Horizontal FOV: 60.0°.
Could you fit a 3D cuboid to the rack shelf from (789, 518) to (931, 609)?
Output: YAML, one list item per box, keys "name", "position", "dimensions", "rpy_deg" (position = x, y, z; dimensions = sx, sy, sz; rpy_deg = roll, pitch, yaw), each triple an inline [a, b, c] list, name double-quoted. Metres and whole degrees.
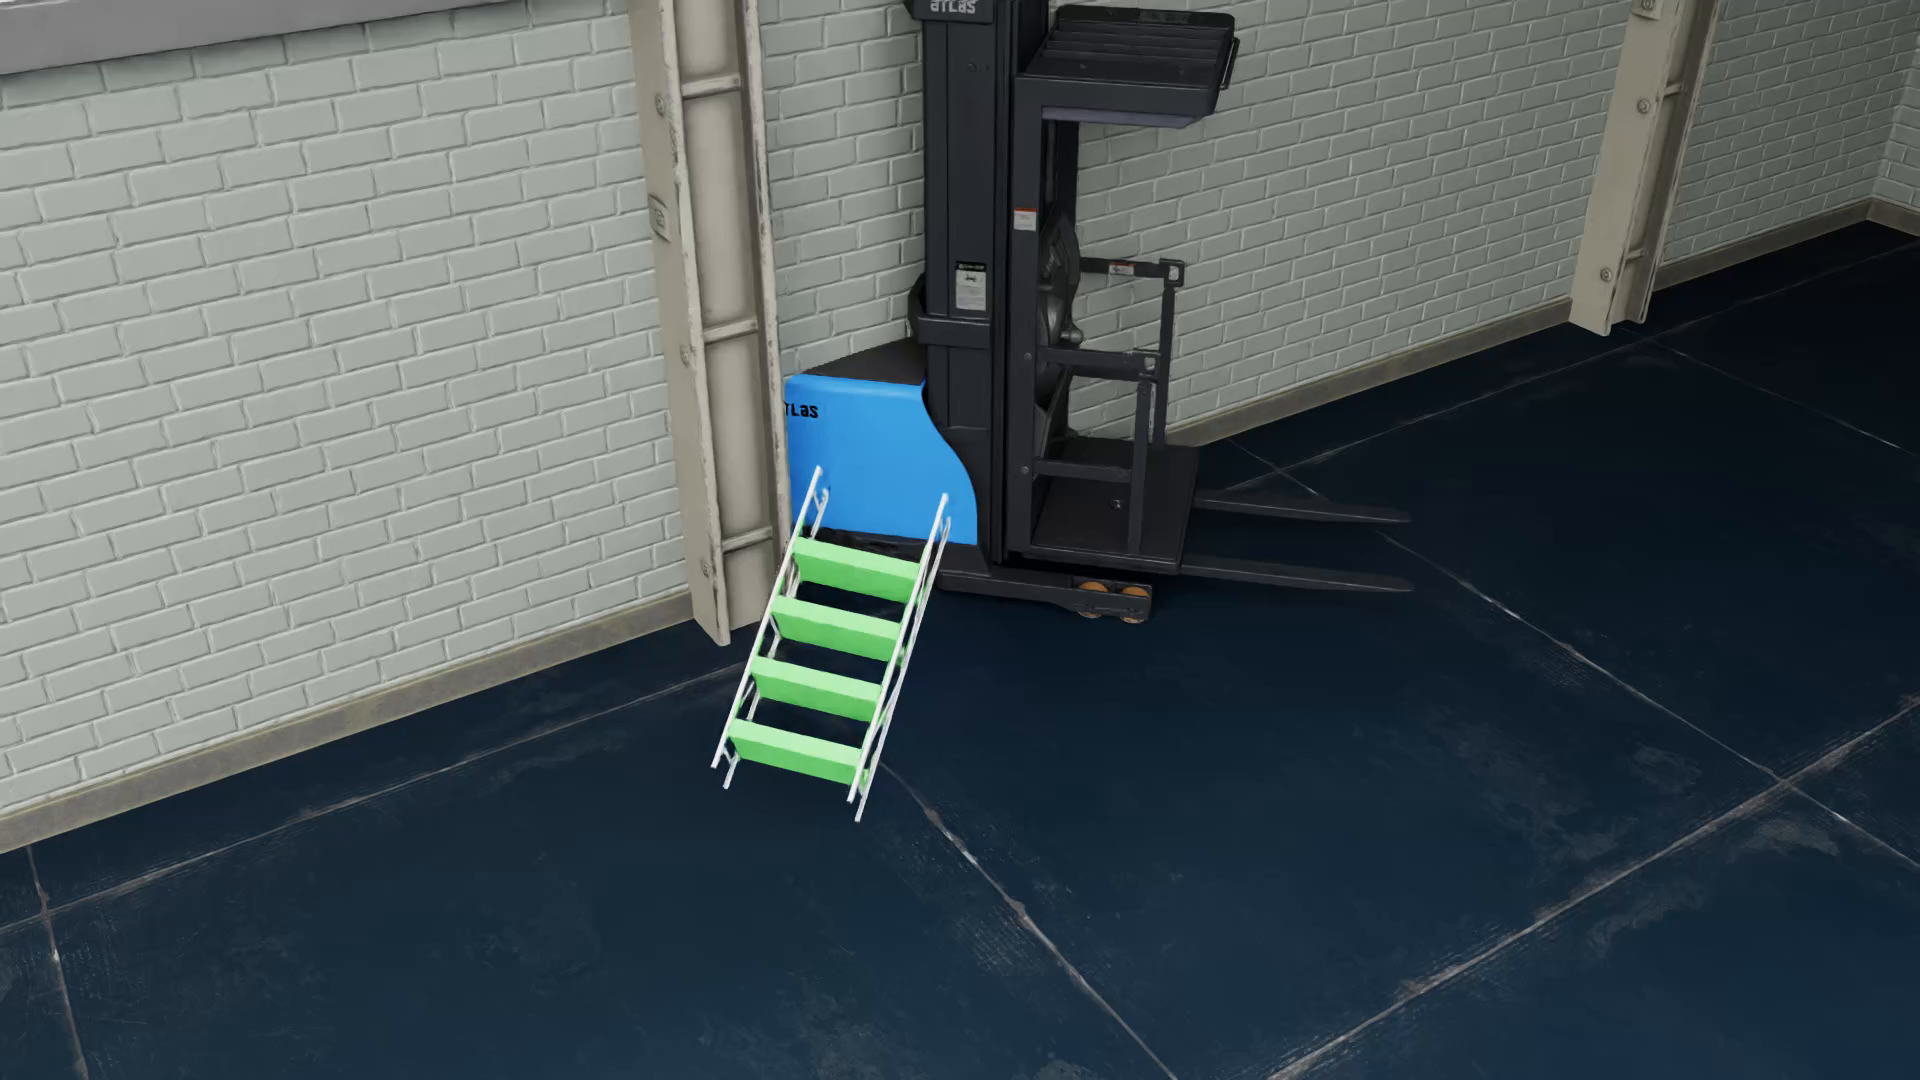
- name: "rack shelf"
  position: [-0.360, 0.090, 6.105]
  dimensions: [0.480, 0.258, 0.148]
  rpy_deg: [12, 65, 10]

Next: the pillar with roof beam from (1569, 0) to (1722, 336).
- name: "pillar with roof beam"
  position: [6.378, -3.254, 4.973]
  dimensions: [0.400, 9.000, 9.100]
  rpy_deg: [-19, 37, -27]

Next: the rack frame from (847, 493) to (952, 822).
- name: "rack frame"
  position: [-0.205, 0.406, 5.938]
  dimensions: [0.015, 0.240, 1.200]
  rpy_deg: [12, 65, 10]

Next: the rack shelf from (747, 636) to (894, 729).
- name: "rack shelf"
  position: [-0.487, 0.508, 5.907]
  dimensions: [0.480, 0.258, 0.148]
  rpy_deg: [12, 65, 10]

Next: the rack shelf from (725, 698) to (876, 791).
- name: "rack shelf"
  position: [-0.550, 0.717, 5.808]
  dimensions: [0.480, 0.258, 0.148]
  rpy_deg: [12, 65, 10]

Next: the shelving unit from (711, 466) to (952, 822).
- name: "shelving unit"
  position: [-0.440, 0.354, 5.979]
  dimensions: [0.503, 0.258, 1.200]
  rpy_deg: [12, 65, 10]

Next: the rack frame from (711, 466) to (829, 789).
- name: "rack frame"
  position: [-0.675, 0.303, 6.021]
  dimensions: [0.015, 0.240, 1.200]
  rpy_deg: [12, 65, 10]

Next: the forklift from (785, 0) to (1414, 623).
- name: "forklift"
  position: [0.627, -1.168, 7.354]
  dimensions: [3.031, 2.935, 1.130]
  rpy_deg: [7, 33, 10]

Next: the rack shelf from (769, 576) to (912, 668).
- name: "rack shelf"
  position: [-0.423, 0.299, 6.006]
  dimensions: [0.480, 0.258, 0.148]
  rpy_deg: [12, 65, 10]

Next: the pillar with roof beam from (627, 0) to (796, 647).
- name: "pillar with roof beam"
  position: [1.335, -1.519, 2.224]
  dimensions: [0.400, 9.000, 9.100]
  rpy_deg: [-19, 37, -27]
